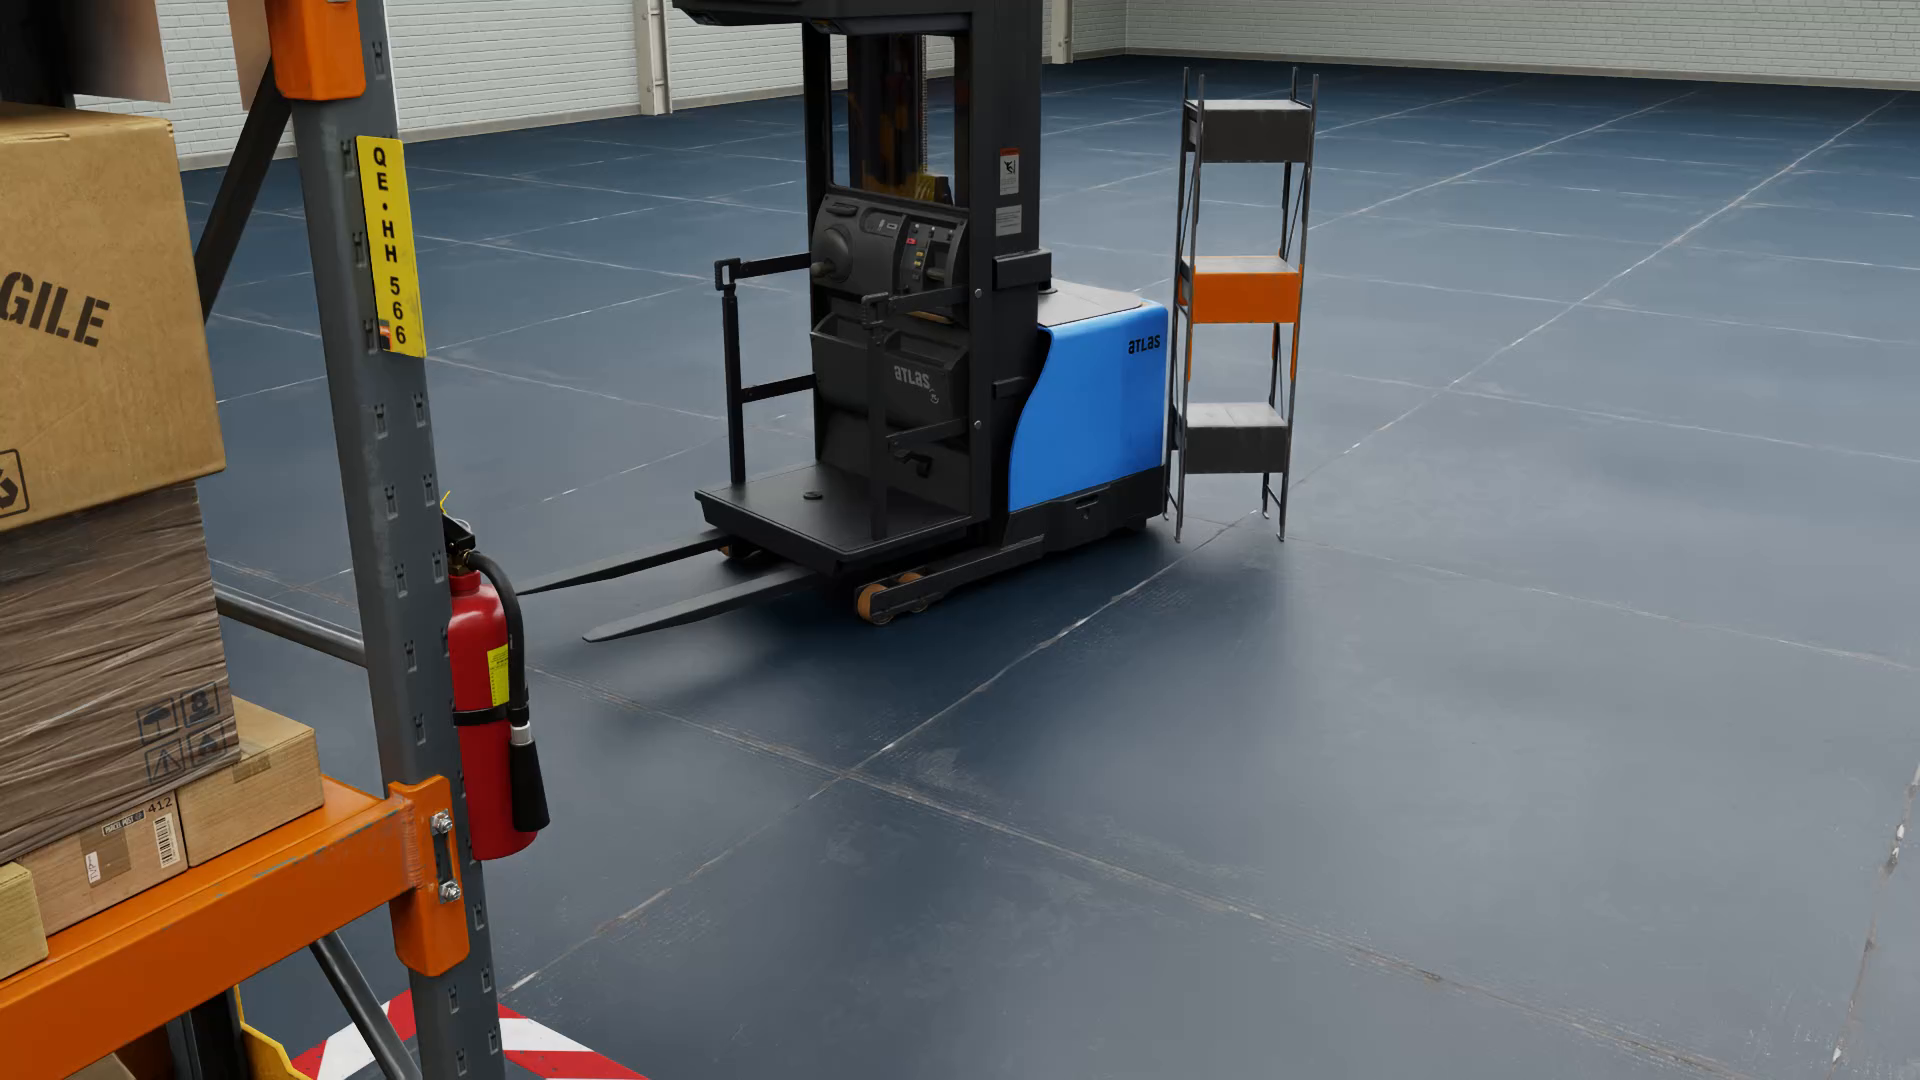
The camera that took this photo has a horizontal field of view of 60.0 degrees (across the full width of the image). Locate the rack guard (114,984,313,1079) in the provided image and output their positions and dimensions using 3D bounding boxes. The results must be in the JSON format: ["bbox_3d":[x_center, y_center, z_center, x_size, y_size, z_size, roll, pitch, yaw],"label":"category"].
[{"bbox_3d":[-1.347,1.332,3.444,1.175,0.500,0.348,13,24,32],"label":"rack guard"}]

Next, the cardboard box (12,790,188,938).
[{"bbox_3d":[-1.434,0.449,2.590,0.380,0.149,0.250,13,24,32],"label":"cardboard box"}]

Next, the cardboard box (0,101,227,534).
[{"bbox_3d":[-1.409,-0.312,2.270,0.500,0.500,0.500,13,24,32],"label":"cardboard box"}]

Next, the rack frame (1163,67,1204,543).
[{"bbox_3d":[1.008,-1.040,7.546,0.015,2.100,0.400,-1,20,-3],"label":"rack frame"}]

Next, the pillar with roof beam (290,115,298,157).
[{"bbox_3d":[-4.438,-8.155,16.841,9.100,9.000,0.400,13,24,32],"label":"pillar with roof beam"}]

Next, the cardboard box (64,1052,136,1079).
[{"bbox_3d":[-1.669,1.289,2.955,0.500,0.500,0.500,19,28,42],"label":"cardboard box"}]

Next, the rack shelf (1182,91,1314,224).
[{"bbox_3d":[1.253,-1.687,7.319,0.480,0.518,0.431,-1,20,-3],"label":"rack shelf"}]

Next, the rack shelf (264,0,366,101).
[{"bbox_3d":[-2.428,-0.358,1.123,1.077,0.370,4.000,13,24,32],"label":"rack shelf"}]

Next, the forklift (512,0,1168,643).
[{"bbox_3d":[-0.462,-1.230,6.865,3.031,2.935,1.130,-17,26,-39],"label":"forklift"}]

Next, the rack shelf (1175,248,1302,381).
[{"bbox_3d":[1.251,-1.031,7.562,0.480,0.518,0.431,-1,20,-3],"label":"rack shelf"}]

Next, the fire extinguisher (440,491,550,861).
[{"bbox_3d":[-0.858,0.231,2.929,0.296,0.674,0.183,13,24,32],"label":"fire extinguisher"}]

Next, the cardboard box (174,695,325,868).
[{"bbox_3d":[-1.293,0.377,2.783,0.380,0.149,0.250,13,24,32],"label":"cardboard box"}]

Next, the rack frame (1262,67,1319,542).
[{"bbox_3d":[1.495,-1.047,7.569,0.015,2.100,0.400,-1,20,-3],"label":"rack frame"}]

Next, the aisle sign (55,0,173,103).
[{"bbox_3d":[-1.517,-1.158,2.825,0.394,0.787,0.004,13,24,32],"label":"aisle sign"}]

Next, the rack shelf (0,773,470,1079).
[{"bbox_3d":[-2.428,1.049,1.643,1.077,0.370,4.000,13,24,32],"label":"rack shelf"}]

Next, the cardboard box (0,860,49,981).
[{"bbox_3d":[-1.532,0.531,2.369,0.380,0.149,0.250,13,24,32],"label":"cardboard box"}]

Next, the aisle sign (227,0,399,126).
[{"bbox_3d":[-1.021,-1.041,2.508,0.394,0.787,0.004,13,24,32],"label":"aisle sign"}]

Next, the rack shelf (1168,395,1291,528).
[{"bbox_3d":[1.249,-0.374,7.805,0.480,0.518,0.431,-1,20,-3],"label":"rack shelf"}]

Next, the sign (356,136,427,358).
[{"bbox_3d":[-0.856,-0.440,2.506,0.100,0.325,0.005,13,24,32],"label":"sign"}]

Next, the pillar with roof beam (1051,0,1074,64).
[{"bbox_3d":[5.681,-13.320,30.803,9.100,9.000,0.400,13,24,32],"label":"pillar with roof beam"}]

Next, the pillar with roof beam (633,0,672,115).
[{"bbox_3d":[-1.065,-9.877,21.495,9.100,9.000,0.400,13,24,32],"label":"pillar with roof beam"}]

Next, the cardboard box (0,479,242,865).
[{"bbox_3d":[-1.636,0.104,2.588,0.875,0.500,0.500,13,24,32],"label":"cardboard box"}]

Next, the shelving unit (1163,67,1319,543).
[{"bbox_3d":[1.251,-1.044,7.557,0.503,2.100,0.431,-1,20,-3],"label":"shelving unit"}]
